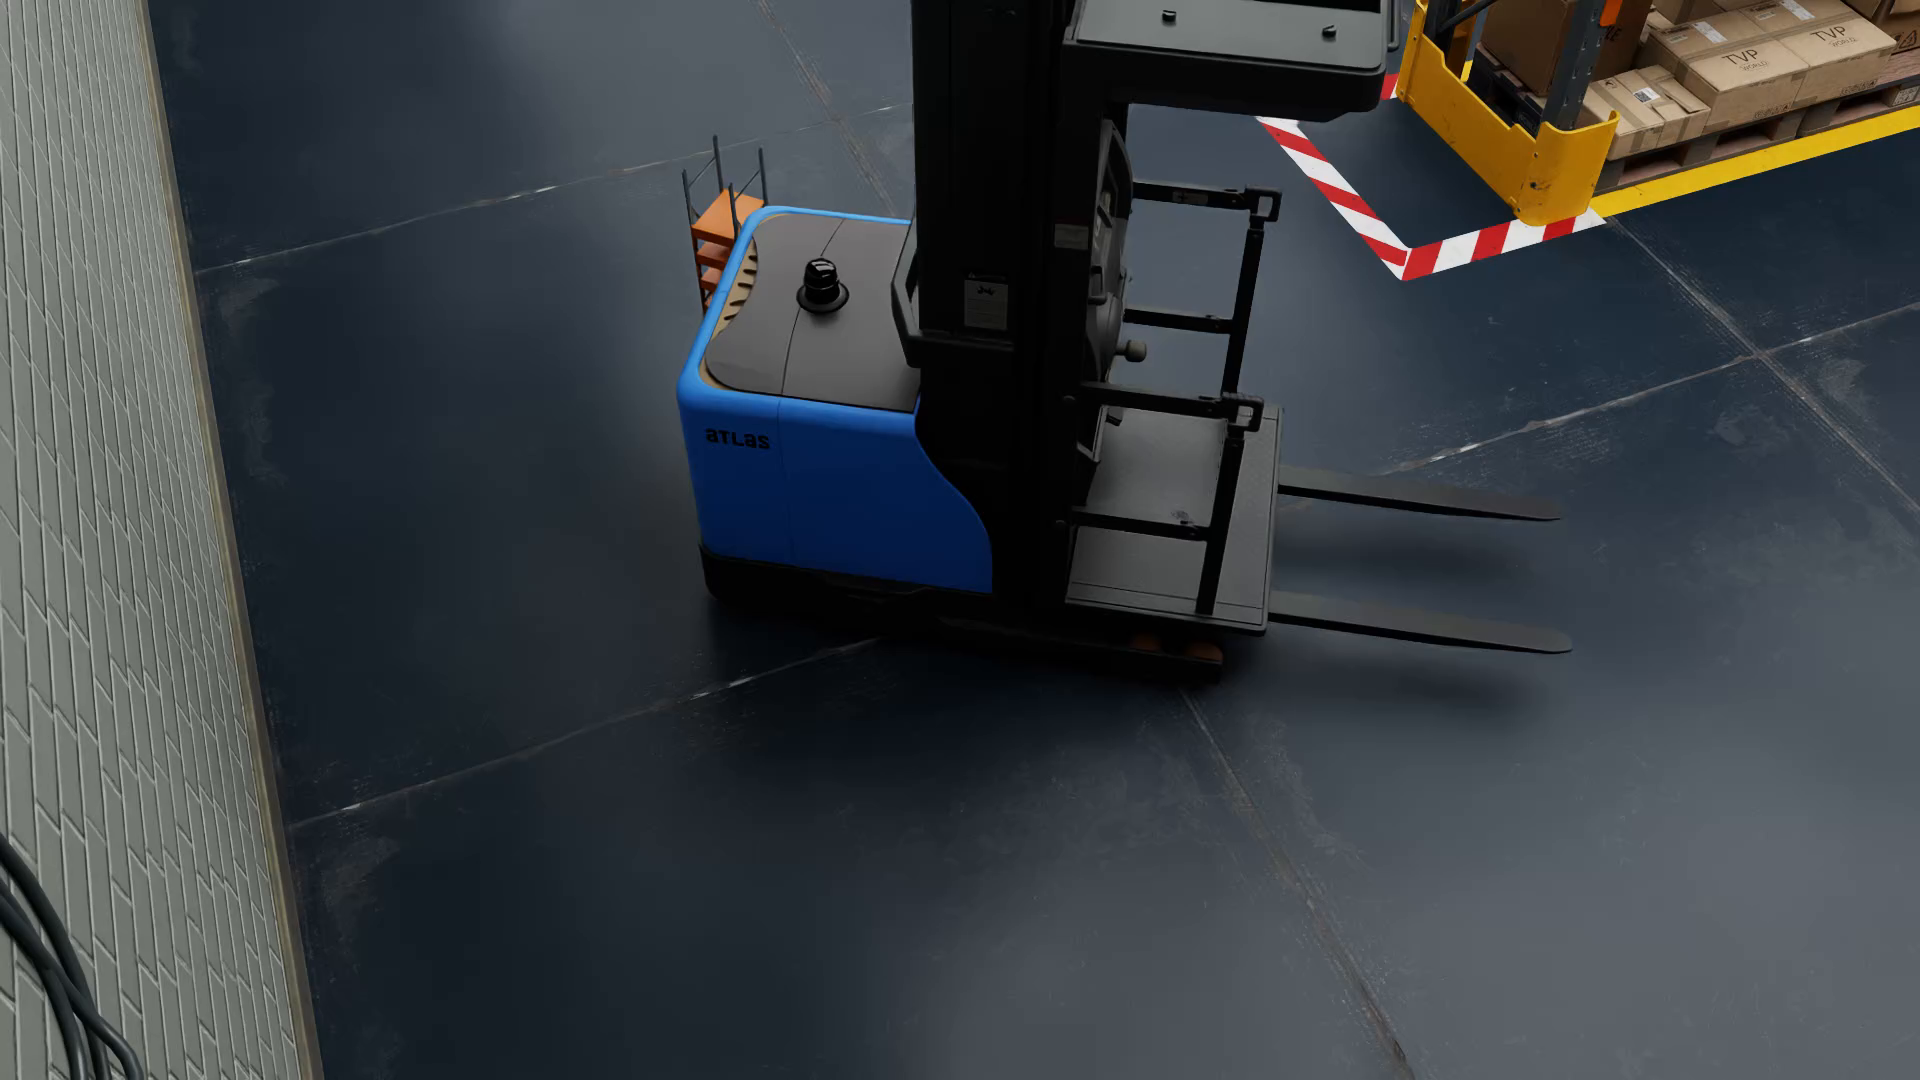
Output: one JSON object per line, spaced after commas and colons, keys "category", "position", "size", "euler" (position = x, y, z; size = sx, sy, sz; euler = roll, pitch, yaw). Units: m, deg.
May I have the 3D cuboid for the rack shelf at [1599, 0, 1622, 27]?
{"category": "rack shelf", "position": [4.268, -3.144, 7.447], "size": [4.000, 0.370, 1.077], "euler": [-17, 52, -14]}

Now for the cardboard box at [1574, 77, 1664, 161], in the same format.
{"category": "cardboard box", "position": [2.934, -1.898, 7.492], "size": [0.250, 0.149, 0.380], "euler": [-17, 52, -14]}

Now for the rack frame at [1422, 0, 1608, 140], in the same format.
{"category": "rack frame", "position": [2.416, -2.805, 6.681], "size": [0.127, 3.000, 1.000], "euler": [-17, 52, -14]}

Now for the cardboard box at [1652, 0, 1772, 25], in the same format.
{"category": "cardboard box", "position": [3.717, -2.633, 8.056], "size": [0.500, 0.250, 0.500], "euler": [-17, 52, -14]}

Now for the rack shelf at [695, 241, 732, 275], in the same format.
{"category": "rack shelf", "position": [-0.831, -1.067, 6.118], "size": [0.180, 0.103, 0.258], "euler": [18, 52, 15]}

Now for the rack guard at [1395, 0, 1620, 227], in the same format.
{"category": "rack guard", "position": [2.487, -2.012, 7.649], "size": [0.348, 0.500, 1.175], "euler": [-17, 52, -14]}

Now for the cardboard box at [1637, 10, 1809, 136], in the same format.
{"category": "cardboard box", "position": [3.490, -2.152, 7.644], "size": [0.500, 0.250, 0.500], "euler": [-17, 52, -14]}

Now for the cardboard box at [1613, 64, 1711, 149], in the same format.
{"category": "cardboard box", "position": [3.165, -1.976, 7.547], "size": [0.250, 0.166, 0.380], "euler": [-17, 52, -14]}

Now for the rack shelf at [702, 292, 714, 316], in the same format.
{"category": "rack shelf", "position": [-0.831, -0.911, 6.299], "size": [0.180, 0.103, 0.258], "euler": [18, 52, 15]}

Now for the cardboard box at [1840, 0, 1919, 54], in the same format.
{"category": "cardboard box", "position": [4.382, -2.740, 7.981], "size": [0.637, 0.503, 0.797], "euler": [-17, 52, -14]}

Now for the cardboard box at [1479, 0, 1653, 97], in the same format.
{"category": "cardboard box", "position": [2.827, -2.463, 7.745], "size": [0.500, 0.500, 0.500], "euler": [-17, 52, -14]}

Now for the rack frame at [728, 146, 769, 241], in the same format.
{"category": "rack frame", "position": [-0.747, -0.912, 6.242], "size": [0.006, 1.200, 0.240], "euler": [18, 52, 15]}

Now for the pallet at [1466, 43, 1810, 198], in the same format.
{"category": "pallet", "position": [3.224, -2.147, 7.955], "size": [1.213, 0.211, 1.003], "euler": [-17, 52, -14]}

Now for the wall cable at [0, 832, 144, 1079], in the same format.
{"category": "wall cable", "position": [-1.078, 1.102, 1.419], "size": [0.112, 2.526, 3.097], "euler": [-17, 52, -14]}

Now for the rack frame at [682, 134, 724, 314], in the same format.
{"category": "rack frame", "position": [-0.915, -0.967, 6.290], "size": [0.006, 1.200, 0.240], "euler": [18, 52, 15]}

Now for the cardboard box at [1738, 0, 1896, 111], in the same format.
{"category": "cardboard box", "position": [3.953, -2.296, 7.767], "size": [0.500, 0.250, 0.500], "euler": [-17, 52, -14]}

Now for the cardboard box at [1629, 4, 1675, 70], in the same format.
{"category": "cardboard box", "position": [3.236, -2.407, 7.917], "size": [0.250, 0.166, 0.380], "euler": [-17, 52, -14]}

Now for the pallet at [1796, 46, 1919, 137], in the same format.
{"category": "pallet", "position": [4.352, -2.494, 8.253], "size": [1.213, 0.211, 1.003], "euler": [-17, 52, -14]}

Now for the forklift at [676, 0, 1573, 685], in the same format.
{"category": "forklift", "position": [0.645, -0.887, 5.080], "size": [3.031, 2.935, 1.130], "euler": [8, 50, 7]}

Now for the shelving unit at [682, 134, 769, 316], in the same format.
{"category": "shelving unit", "position": [-0.831, -0.940, 6.266], "size": [0.189, 1.200, 0.258], "euler": [18, 52, 15]}

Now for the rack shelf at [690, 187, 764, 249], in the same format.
{"category": "rack shelf", "position": [-0.831, -1.146, 6.027], "size": [0.180, 0.103, 0.258], "euler": [18, 52, 15]}

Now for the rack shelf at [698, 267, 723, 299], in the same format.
{"category": "rack shelf", "position": [-0.831, -0.989, 6.208], "size": [0.180, 0.103, 0.258], "euler": [18, 52, 15]}
